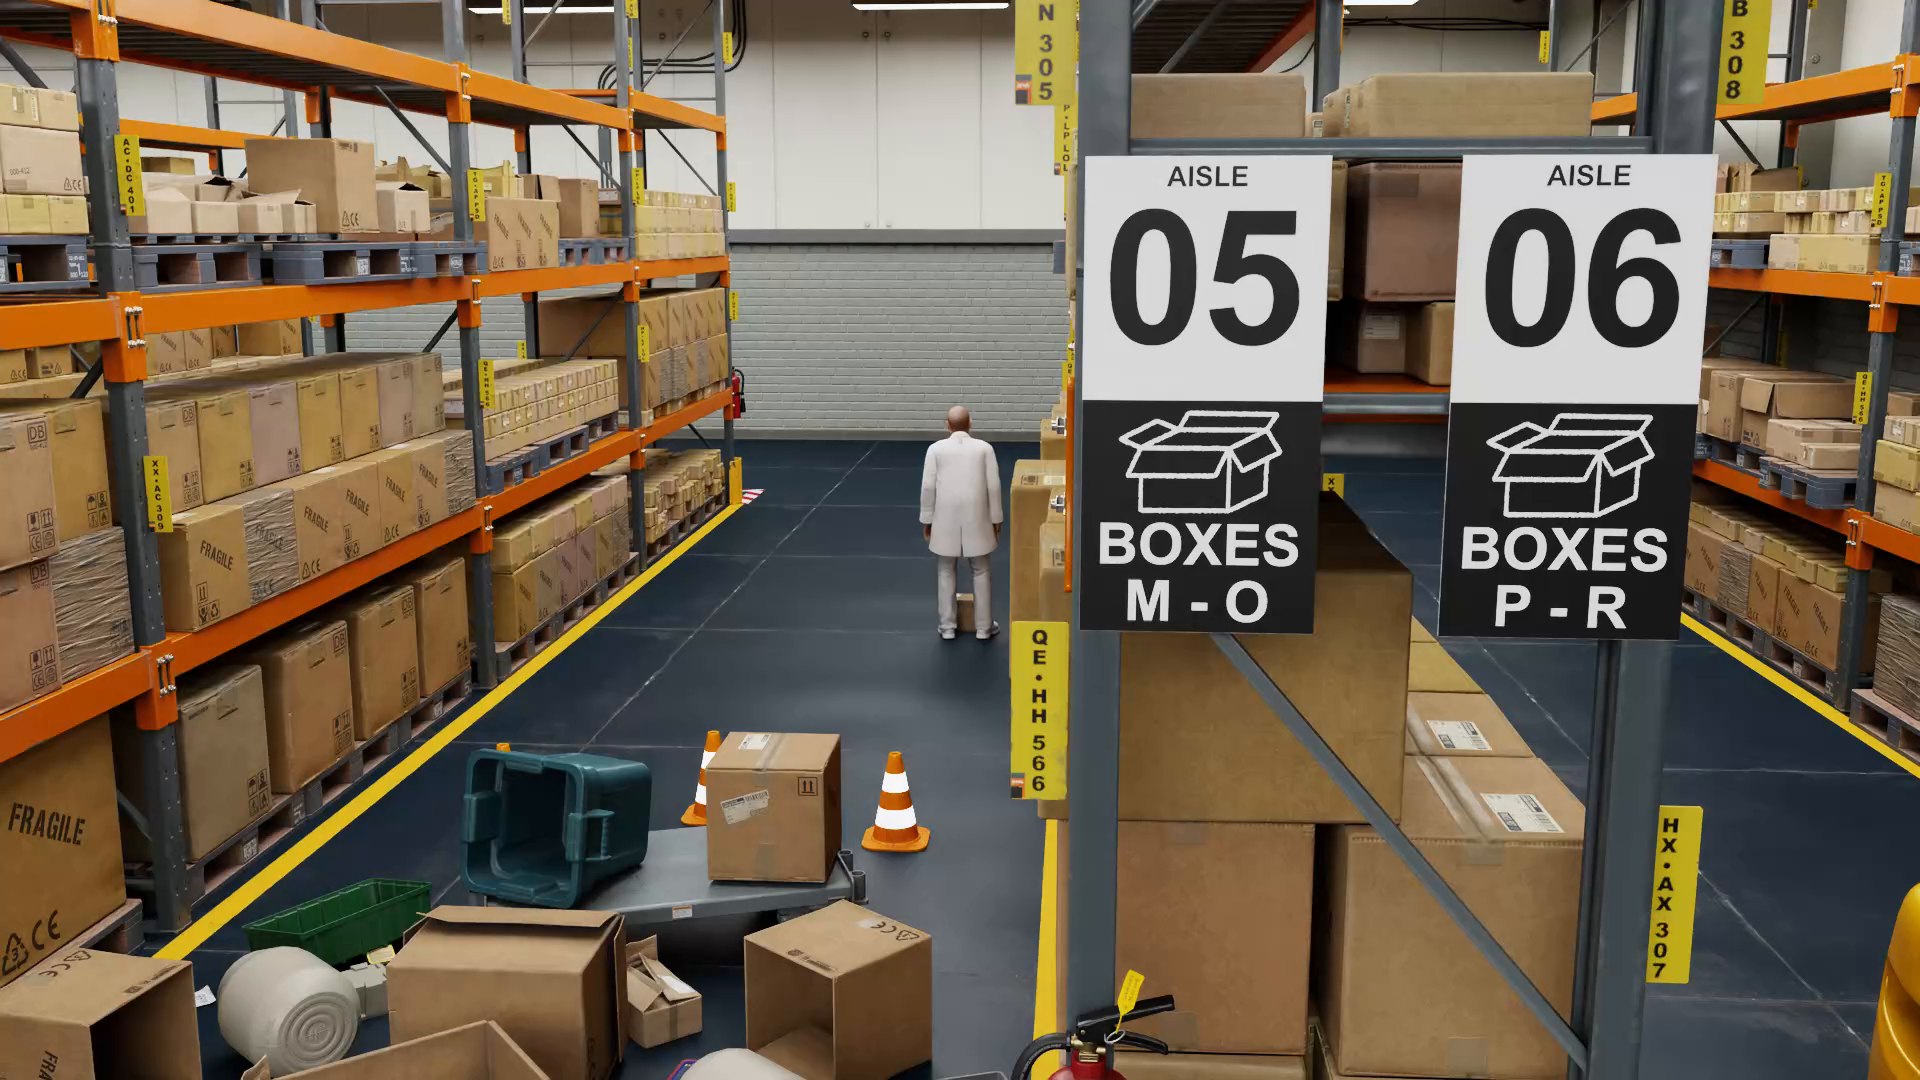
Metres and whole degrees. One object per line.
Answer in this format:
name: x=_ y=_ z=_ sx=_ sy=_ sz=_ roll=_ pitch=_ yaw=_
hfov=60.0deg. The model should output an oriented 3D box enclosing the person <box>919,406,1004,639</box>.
person: x=0.012 y=-0.134 z=12.686 sx=0.642 sy=1.772 sz=0.429 roll=0 pitch=11 yaw=1
